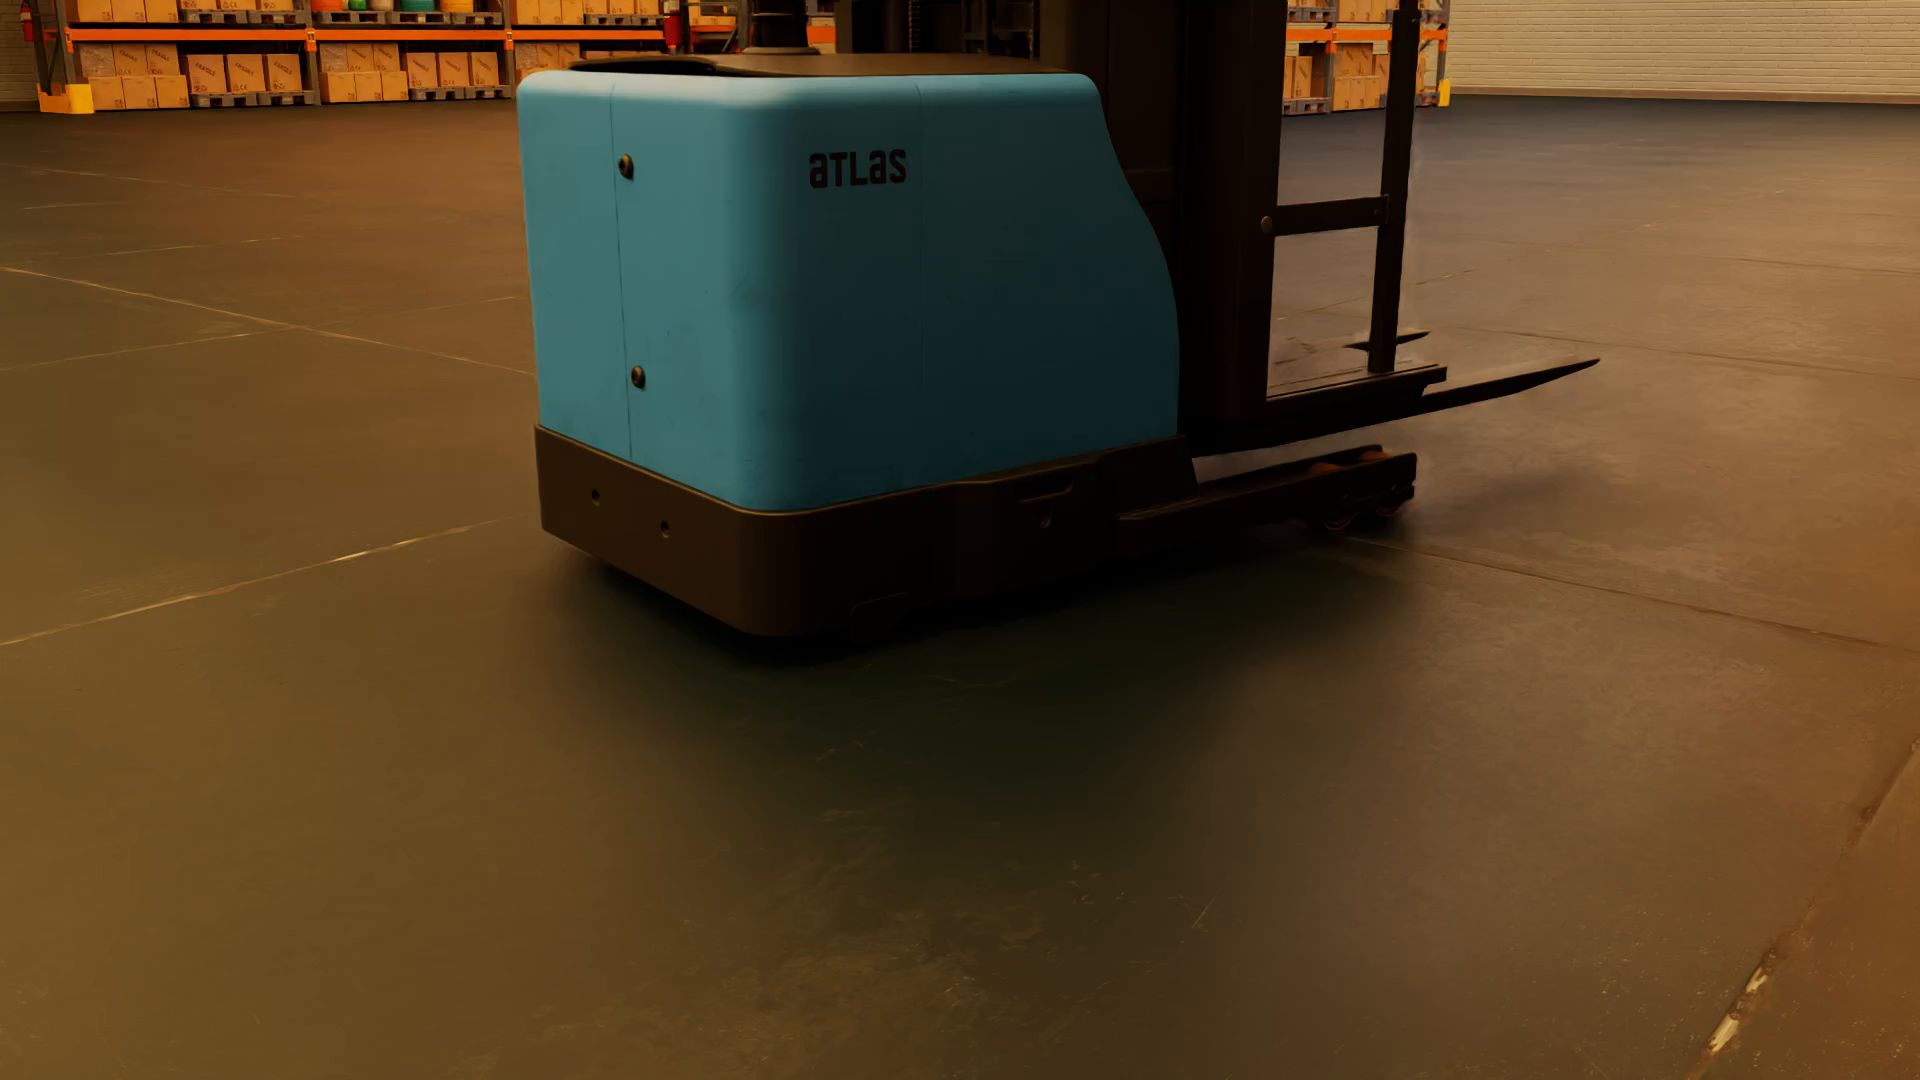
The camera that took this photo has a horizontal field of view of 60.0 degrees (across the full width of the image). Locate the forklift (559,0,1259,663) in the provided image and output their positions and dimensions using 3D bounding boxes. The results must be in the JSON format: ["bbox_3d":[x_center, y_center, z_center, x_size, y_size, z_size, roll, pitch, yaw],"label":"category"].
[{"bbox_3d":[0.182,-1.571,4.072,1.130,2.935,3.031,5,18,17],"label":"forklift"}]
